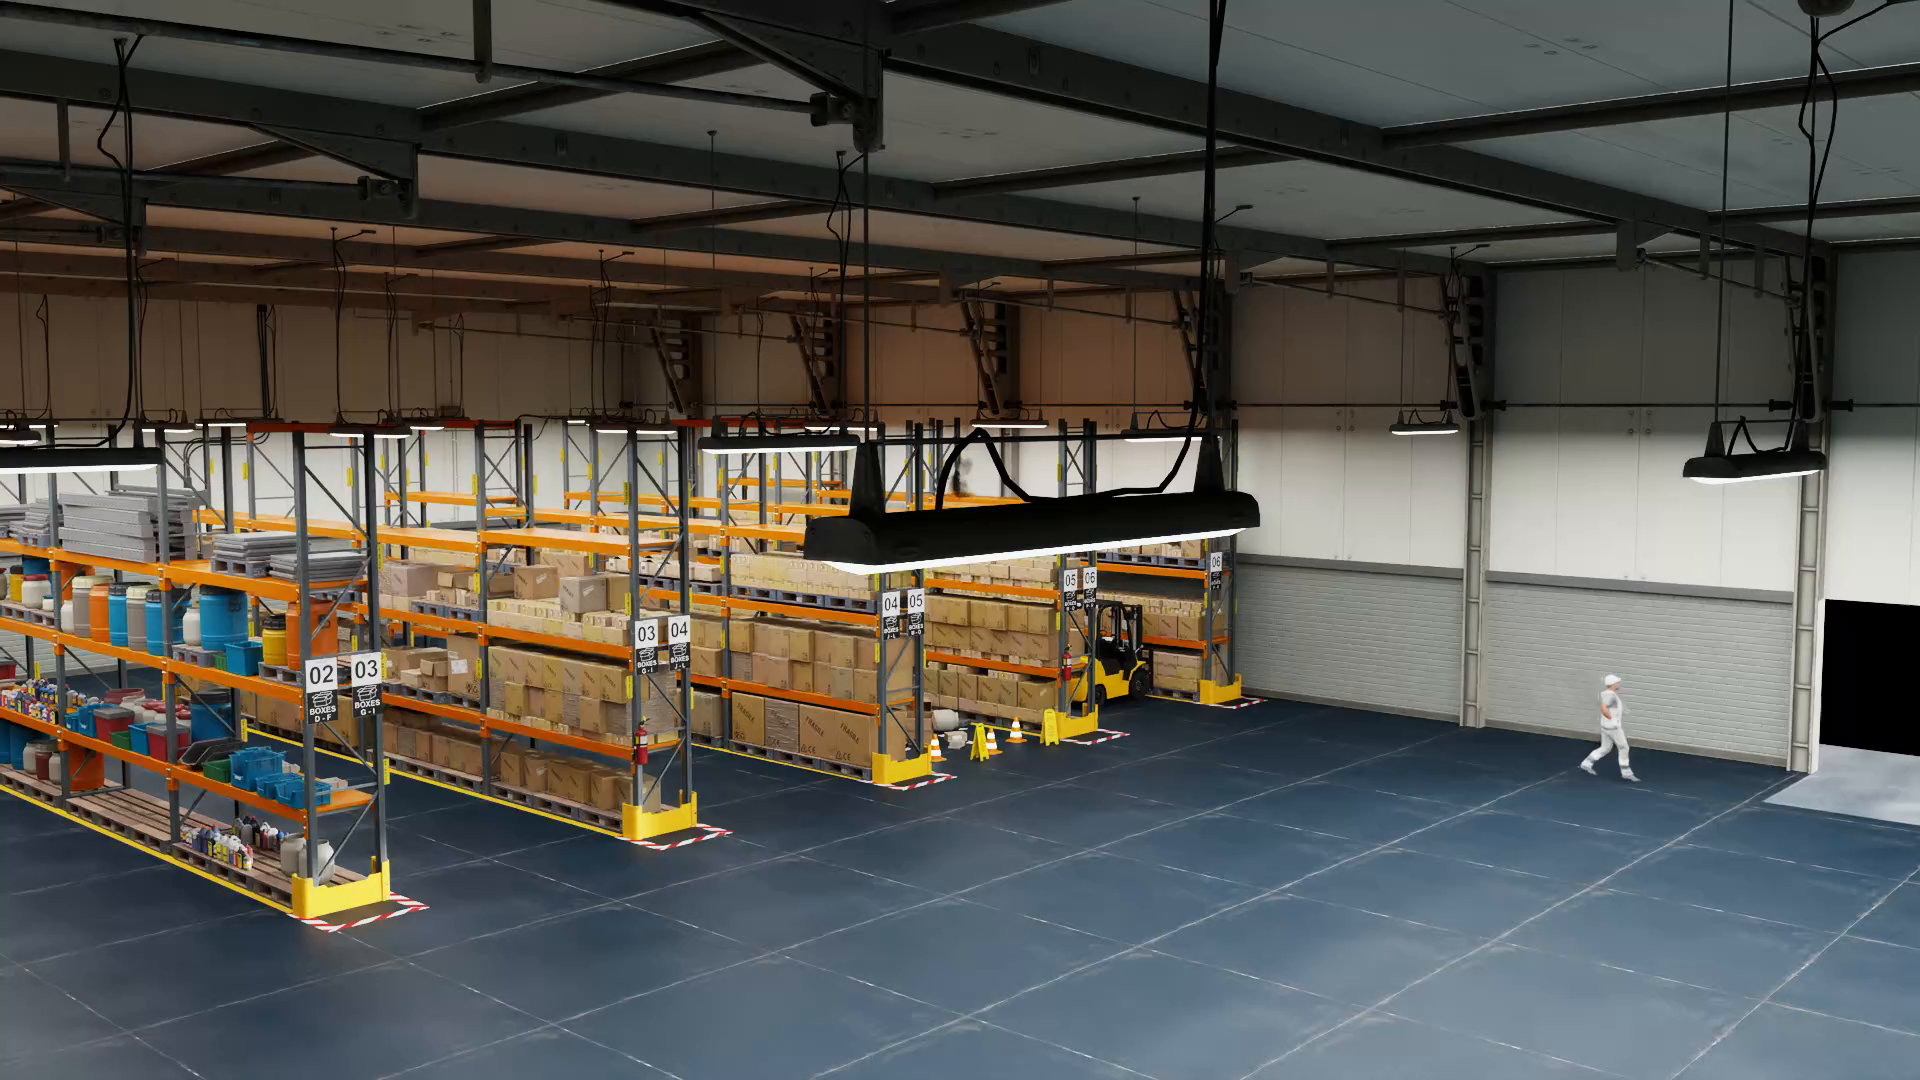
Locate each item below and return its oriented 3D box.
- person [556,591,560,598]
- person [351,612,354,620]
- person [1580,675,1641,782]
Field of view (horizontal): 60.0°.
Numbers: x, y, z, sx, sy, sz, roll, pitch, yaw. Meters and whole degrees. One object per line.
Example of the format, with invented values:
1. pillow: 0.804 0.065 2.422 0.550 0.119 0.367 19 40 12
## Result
1. person: -10.624 1.926 43.434 0.717 1.785 0.745 -2 5 -26
2. person: -14.234 2.401 39.202 0.604 1.456 0.574 4 6 42
3. person: 10.946 3.148 27.917 0.955 1.781 0.678 0 5 5
